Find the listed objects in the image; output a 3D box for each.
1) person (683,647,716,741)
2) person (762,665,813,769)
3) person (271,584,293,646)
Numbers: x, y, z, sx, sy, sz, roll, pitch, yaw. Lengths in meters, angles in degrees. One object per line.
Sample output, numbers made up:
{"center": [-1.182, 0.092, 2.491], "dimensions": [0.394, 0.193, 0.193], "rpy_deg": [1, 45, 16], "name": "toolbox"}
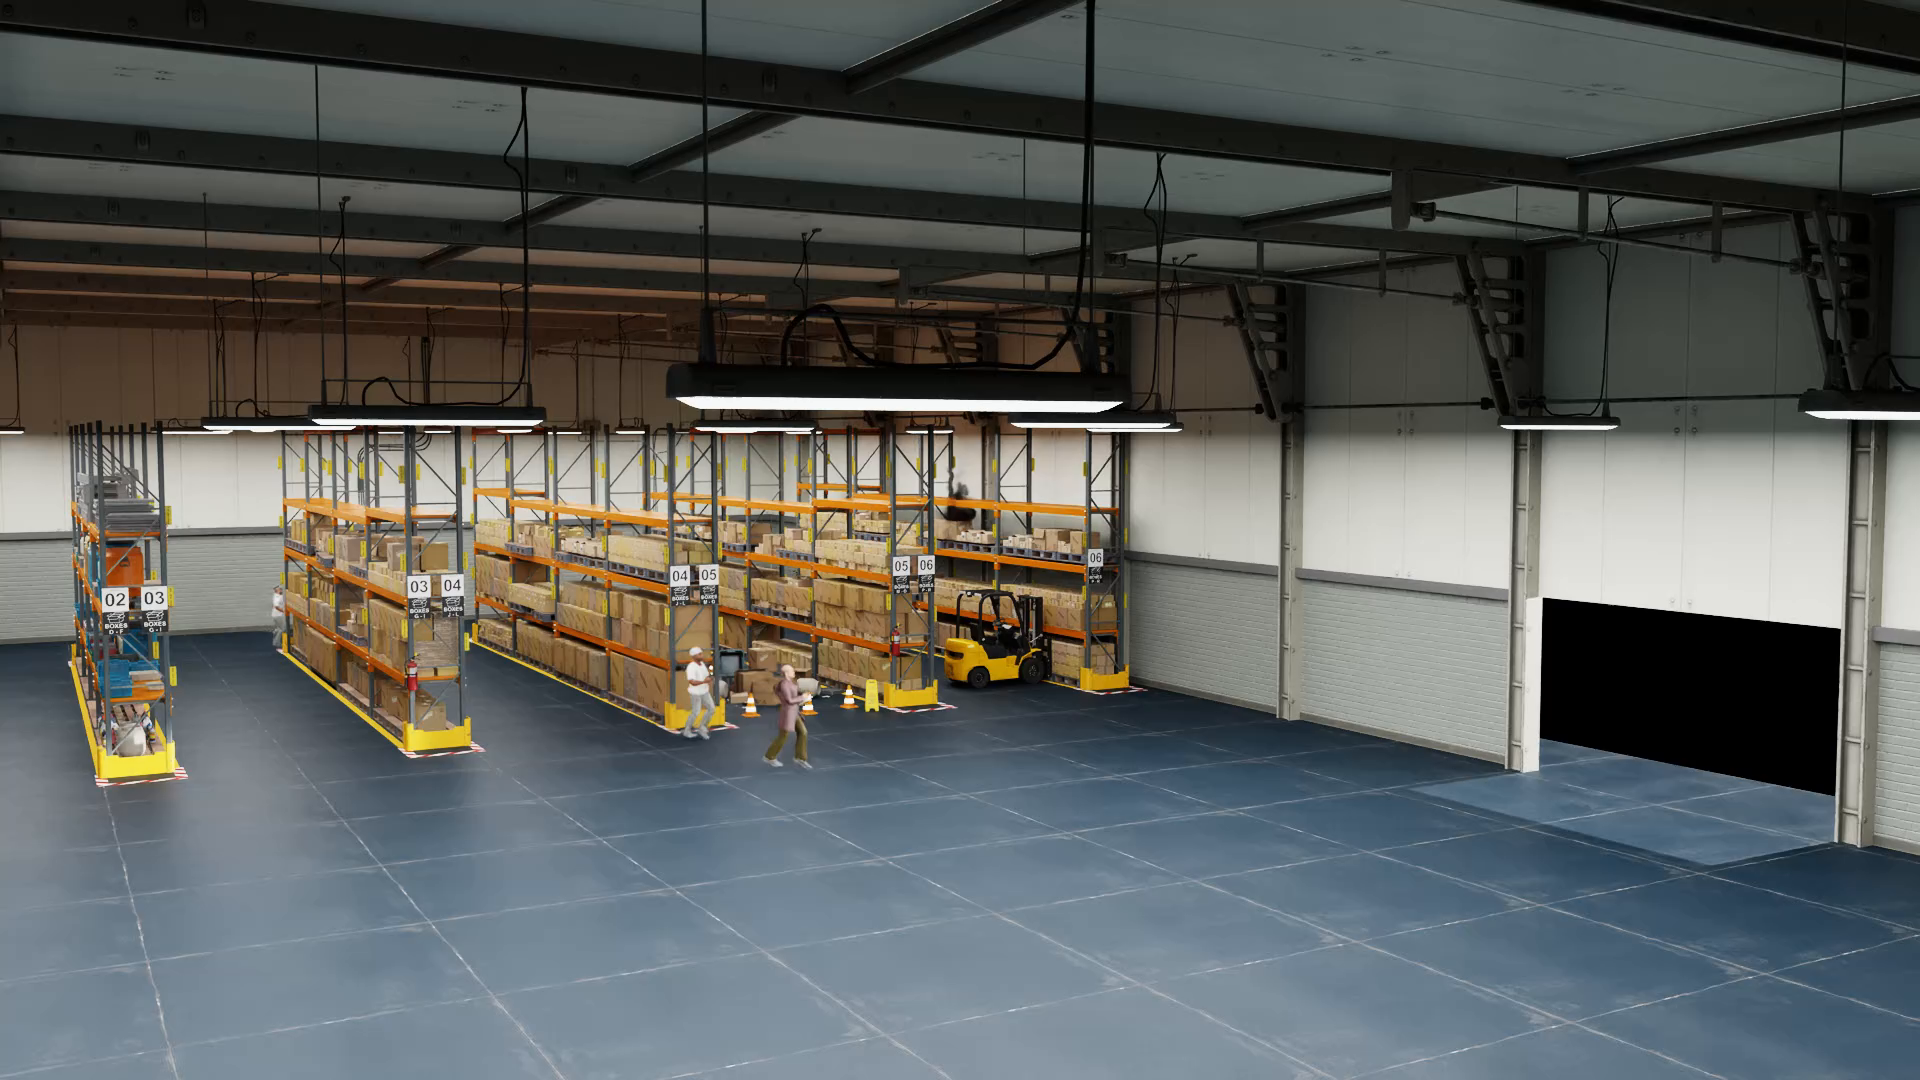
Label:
{"center": [-4.915, 2.907, 31.371], "dimensions": [0.707, 1.794, 0.676], "rpy_deg": [2, 4, 27], "name": "person"}
{"center": [-2.970, 3.061, 28.621], "dimensions": [0.865, 1.846, 0.677], "rpy_deg": [0, 4, 6], "name": "person"}
{"center": [-18.595, 2.043, 45.578], "dimensions": [0.557, 1.710, 0.629], "rpy_deg": [-1, 4, -18], "name": "person"}
